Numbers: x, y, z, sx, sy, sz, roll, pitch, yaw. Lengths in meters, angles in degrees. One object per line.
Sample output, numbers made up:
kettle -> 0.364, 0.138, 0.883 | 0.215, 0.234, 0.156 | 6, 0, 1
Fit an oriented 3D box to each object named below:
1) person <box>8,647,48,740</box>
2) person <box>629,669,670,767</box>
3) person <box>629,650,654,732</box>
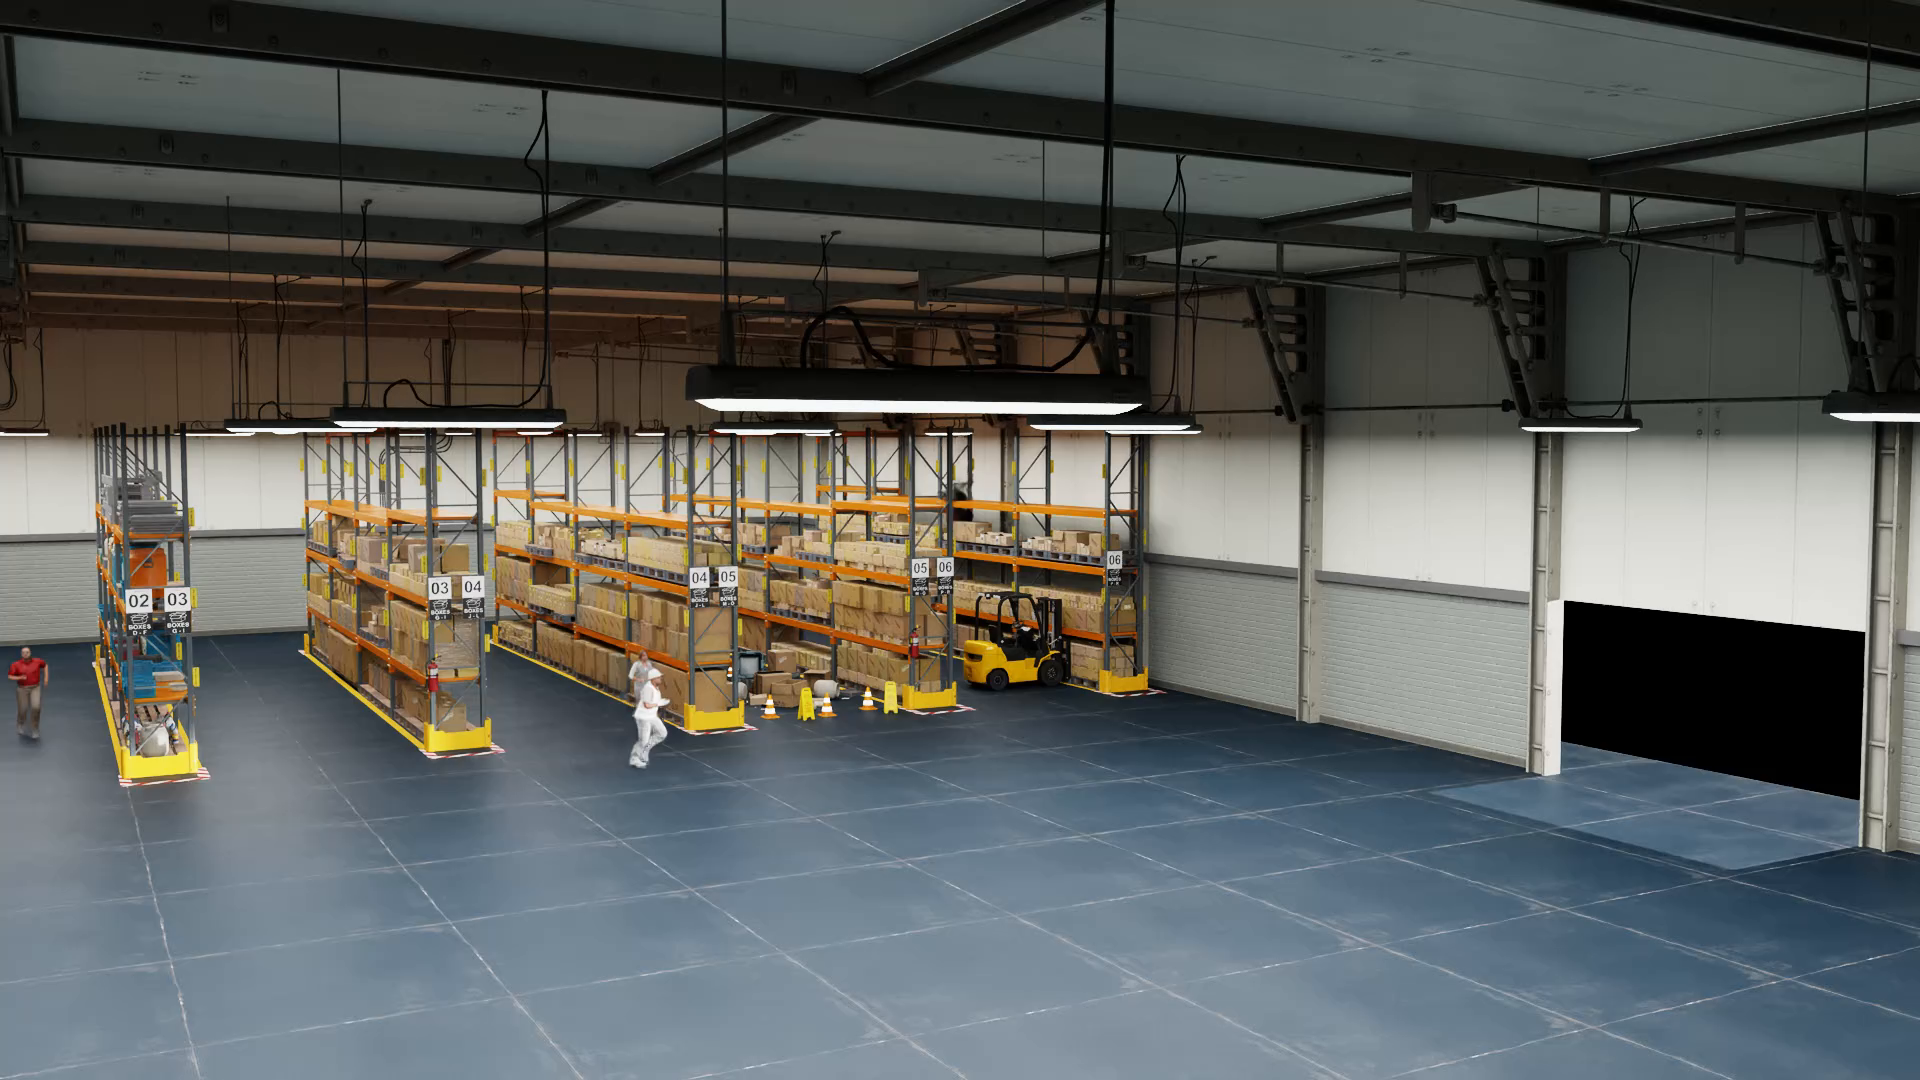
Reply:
person -> -17.902, 2.936, 31.972 | 0.672, 1.787, 0.925 | -2, 4, -31
person -> -5.392, 3.091, 28.911 | 0.788, 1.717, 0.648 | 1, 4, 13
person -> -6.258, 2.951, 32.768 | 0.578, 1.600, 0.818 | -2, 4, -34
